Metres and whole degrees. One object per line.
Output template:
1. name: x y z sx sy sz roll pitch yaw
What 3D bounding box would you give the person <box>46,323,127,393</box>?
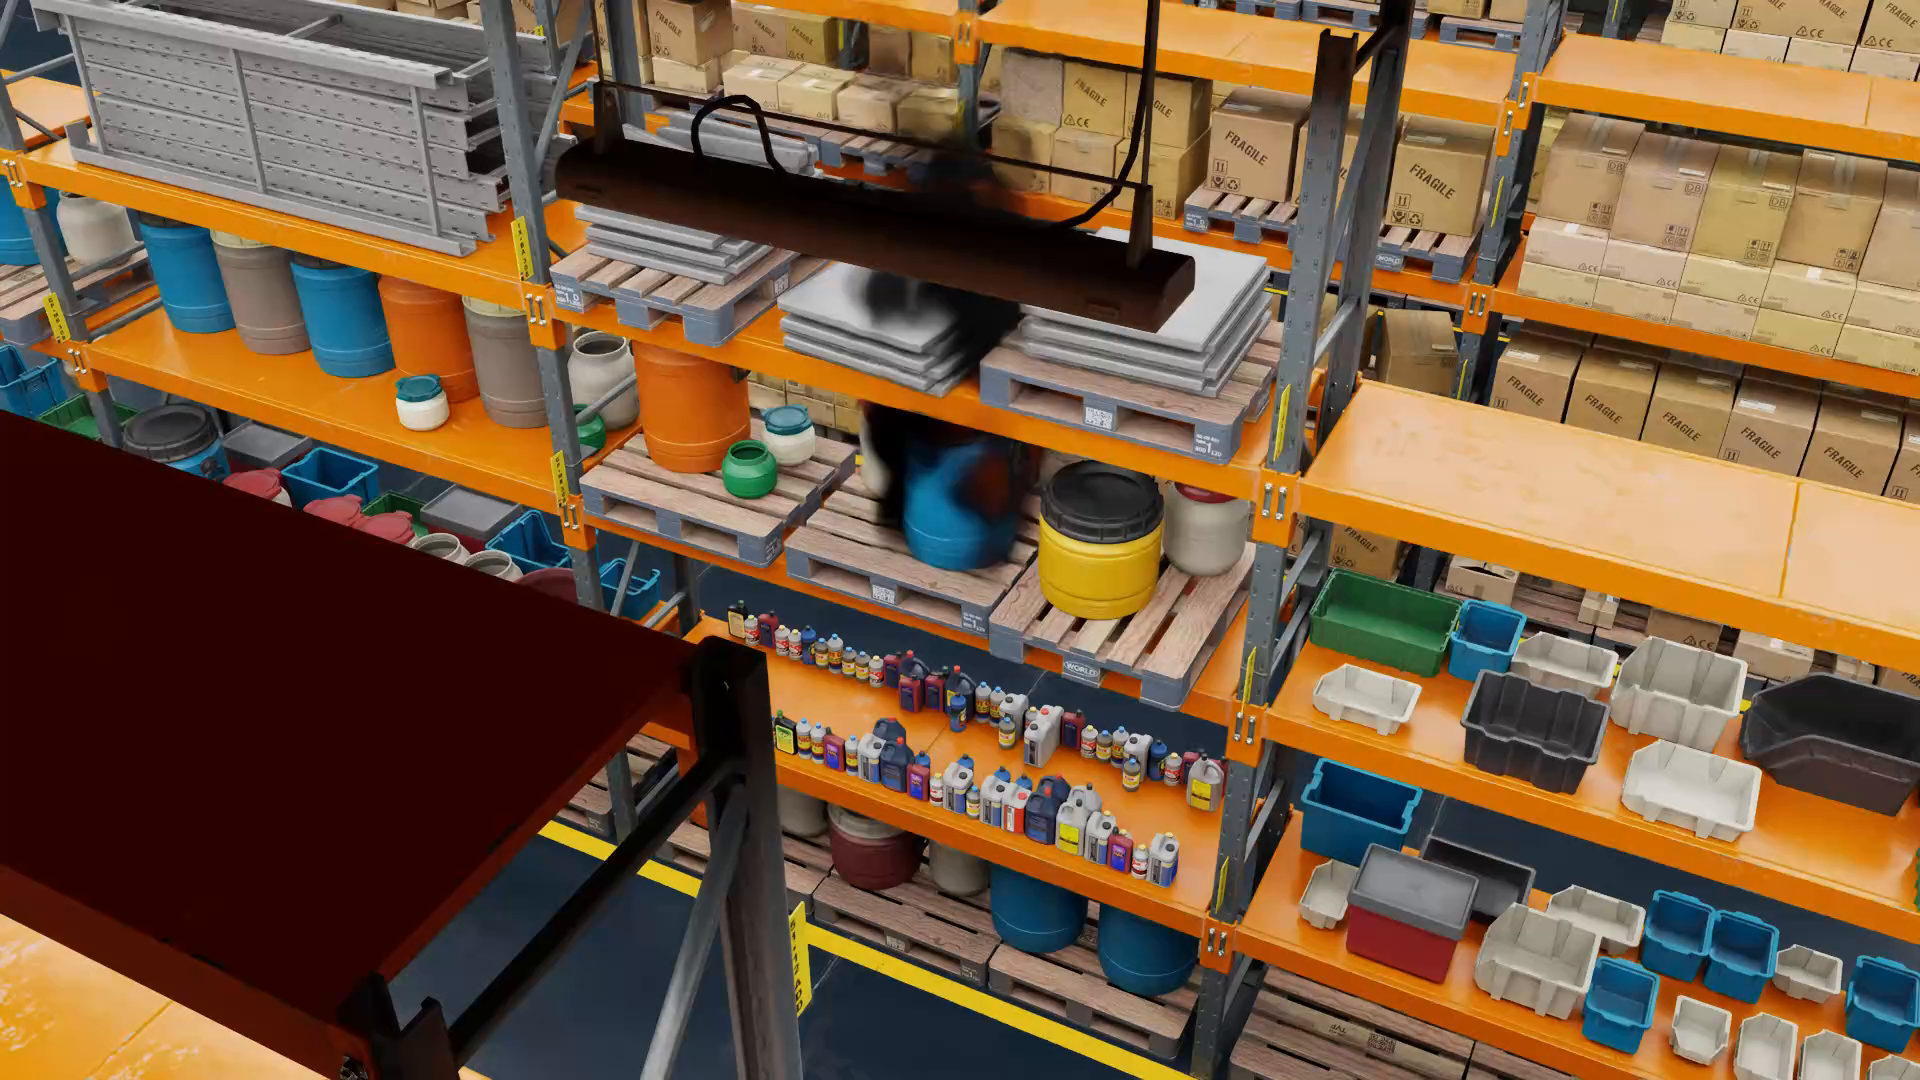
1. person: -7.575 -1.506 14.439 0.896 1.773 0.707 7 36 10
